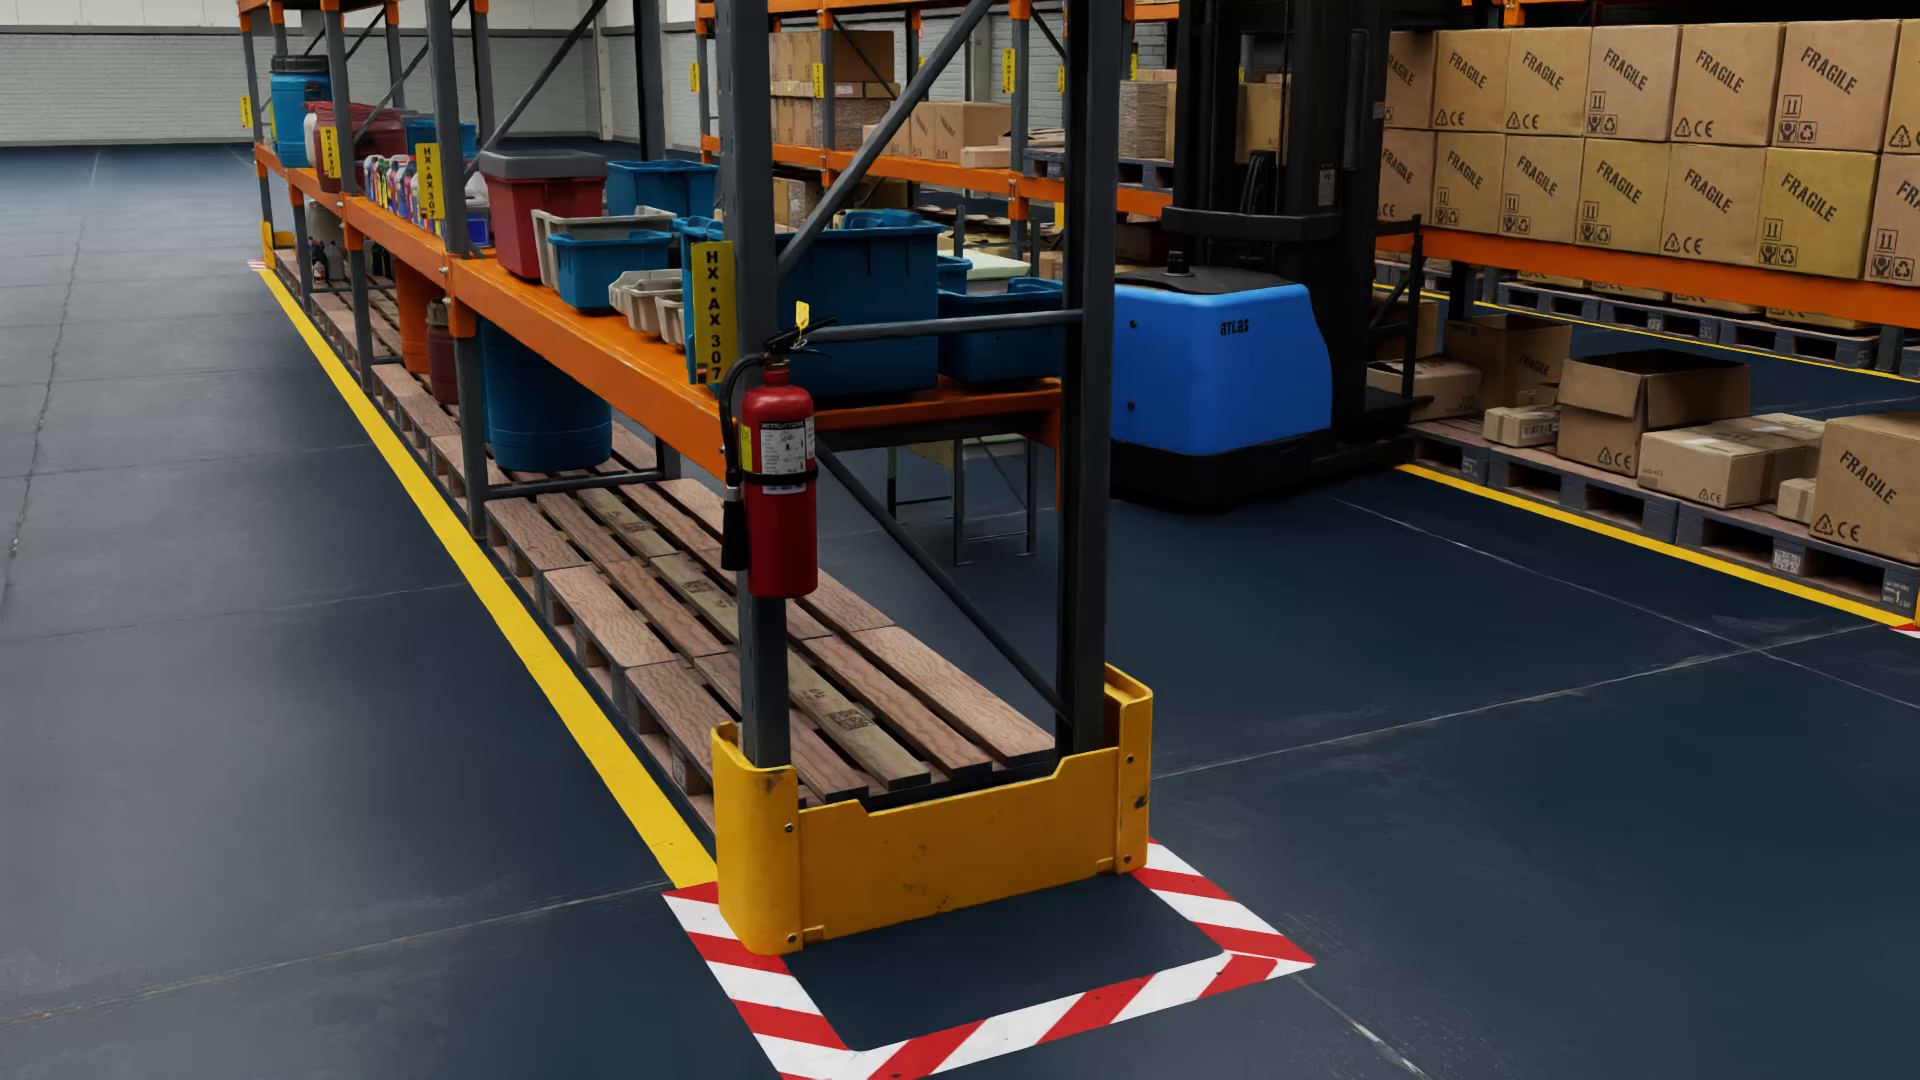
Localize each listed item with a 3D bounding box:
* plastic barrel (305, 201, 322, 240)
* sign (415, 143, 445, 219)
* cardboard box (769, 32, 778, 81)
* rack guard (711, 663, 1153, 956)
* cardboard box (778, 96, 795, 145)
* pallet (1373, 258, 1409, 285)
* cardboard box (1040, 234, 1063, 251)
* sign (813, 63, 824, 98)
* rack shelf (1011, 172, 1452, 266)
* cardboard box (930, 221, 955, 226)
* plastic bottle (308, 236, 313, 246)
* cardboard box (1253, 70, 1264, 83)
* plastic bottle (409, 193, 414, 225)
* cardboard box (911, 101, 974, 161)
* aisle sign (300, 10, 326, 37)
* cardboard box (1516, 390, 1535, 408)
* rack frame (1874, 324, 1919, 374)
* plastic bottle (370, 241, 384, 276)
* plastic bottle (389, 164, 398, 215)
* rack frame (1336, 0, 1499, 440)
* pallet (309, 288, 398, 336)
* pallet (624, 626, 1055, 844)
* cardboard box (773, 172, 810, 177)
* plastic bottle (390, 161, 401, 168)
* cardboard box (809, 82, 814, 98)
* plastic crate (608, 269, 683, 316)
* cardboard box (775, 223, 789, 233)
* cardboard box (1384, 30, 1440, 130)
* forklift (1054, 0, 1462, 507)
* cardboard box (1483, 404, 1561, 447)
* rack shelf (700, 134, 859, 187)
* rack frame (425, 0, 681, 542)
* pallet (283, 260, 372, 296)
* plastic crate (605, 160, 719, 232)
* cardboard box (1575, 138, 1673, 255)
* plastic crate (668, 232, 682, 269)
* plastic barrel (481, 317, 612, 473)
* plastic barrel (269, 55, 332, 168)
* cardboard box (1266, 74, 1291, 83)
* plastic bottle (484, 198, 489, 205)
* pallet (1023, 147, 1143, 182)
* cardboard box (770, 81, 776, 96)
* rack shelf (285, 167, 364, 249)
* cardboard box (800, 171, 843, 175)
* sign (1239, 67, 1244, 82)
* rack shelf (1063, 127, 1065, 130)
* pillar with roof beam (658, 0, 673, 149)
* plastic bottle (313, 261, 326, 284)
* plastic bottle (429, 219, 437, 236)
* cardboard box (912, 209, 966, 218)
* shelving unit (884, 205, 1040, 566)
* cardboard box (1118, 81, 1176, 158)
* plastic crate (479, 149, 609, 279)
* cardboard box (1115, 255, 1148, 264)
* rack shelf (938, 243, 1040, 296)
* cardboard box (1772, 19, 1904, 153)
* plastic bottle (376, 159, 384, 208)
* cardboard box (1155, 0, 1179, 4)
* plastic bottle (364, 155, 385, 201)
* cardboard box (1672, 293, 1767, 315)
[{"bbox_3d":[-6.731,-3.336,17.687,0.421,0.512,0.421,0,16,0],"label":"plastic barrel"},{"bbox_3d":[-2.327,-1.576,7.301,0.100,0.325,0.005,-8,18,-25],"label":"sign"},{"bbox_3d":[-1.741,-5.244,18.053,0.700,0.500,0.500,-8,18,-25],"label":"cardboard box"},{"bbox_3d":[-0.057,0.689,4.443,1.175,0.500,0.348,-8,18,-25],"label":"rack guard"},{"bbox_3d":[-1.535,-4.502,17.820,0.700,0.500,0.500,-7,18,-24],"label":"cardboard box"},{"bbox_3d":[4.451,-2.853,17.311,1.003,0.211,1.213,-8,18,-25],"label":"pallet"},{"bbox_3d":[0.905,-2.413,13.928,0.500,0.311,0.500,-7,17,-23],"label":"cardboard box"},{"bbox_3d":[-1.380,-4.477,16.199,0.100,0.325,0.005,-8,18,-25],"label":"sign"},{"bbox_3d":[1.747,-2.256,11.479,1.077,0.370,4.000,-8,18,-25],"label":"rack shelf"},{"bbox_3d":[-0.250,-2.726,15.019,0.500,0.311,0.500,-7,17,-23],"label":"cardboard box"},{"bbox_3d":[-6.103,-2.683,15.667,0.144,0.351,0.185,-8,18,-25],"label":"plastic bottle"},{"bbox_3d":[3.085,-5.067,18.846,0.500,0.500,0.500,-8,18,-25],"label":"cardboard box"},{"bbox_3d":[-2.911,-1.804,8.958,0.097,0.201,0.097,0,16,0],"label":"plastic bottle"},{"bbox_3d":[-0.110,-3.691,14.992,0.500,0.500,0.500,-8,18,-25],"label":"cardboard box"},{"bbox_3d":[-6.853,-5.787,17.767,0.394,0.787,0.004,-8,18,-25],"label":"aisle sign"},{"bbox_3d":[3.346,-0.755,9.313,0.380,0.149,0.250,-8,18,-25],"label":"cardboard box"},{"bbox_3d":[7.074,-2.706,11.741,1.000,3.000,0.127,-8,18,-25],"label":"rack frame"},{"bbox_3d":[-5.446,-2.663,15.598,0.144,0.351,0.185,-8,18,-25],"label":"plastic bottle"},{"bbox_3d":[-3.219,-2.006,9.514,0.061,0.283,0.133,-8,18,-25],"label":"plastic bottle"},{"bbox_3d":[2.623,-2.106,9.652,1.000,3.000,0.127,-8,18,-25],"label":"rack frame"},{"bbox_3d":[-4.957,-1.962,14.204,1.003,0.211,1.213,-8,18,-25],"label":"pallet"},{"bbox_3d":[-0.405,0.614,5.227,1.003,0.211,1.213,-8,18,-25],"label":"pallet"},{"bbox_3d":[-1.944,-3.790,18.384,0.500,0.500,0.500,-8,18,-25],"label":"cardboard box"},{"bbox_3d":[-3.401,-2.153,10.047,0.097,0.271,0.097,0,16,0],"label":"plastic bottle"},{"bbox_3d":[-1.300,-4.553,16.820,0.380,0.149,0.250,-8,18,-26],"label":"cardboard box"},{"bbox_3d":[-1.003,-0.810,5.505,0.298,0.136,0.250,-8,18,-25],"label":"plastic crate"},{"bbox_3d":[-1.724,-3.306,18.056,0.500,0.250,0.500,-8,18,-25],"label":"cardboard box"},{"bbox_3d":[2.577,-2.484,8.975,0.500,0.500,0.500,-7,17,-23],"label":"cardboard box"},{"bbox_3d":[1.929,-1.890,9.025,3.031,2.935,1.130,-14,21,-40],"label":"forklift"},{"bbox_3d":[3.000,-0.612,8.785,0.380,0.166,0.250,-8,18,-25],"label":"cardboard box"},{"bbox_3d":[-1.758,-4.240,18.392,1.077,0.370,4.000,-8,18,-25],"label":"rack shelf"},{"bbox_3d":[-1.831,-1.509,7.569,1.000,3.000,0.127,-8,18,-25],"label":"rack frame"},{"bbox_3d":[-6.131,-2.626,16.520,1.003,0.211,1.213,-8,18,-25],"label":"pallet"},{"bbox_3d":[-1.320,-1.455,7.304,0.392,0.384,0.575,-8,18,-25],"label":"plastic crate"},{"bbox_3d":[3.270,-1.618,7.770,0.500,0.500,0.500,-8,18,-26],"label":"cardboard box"},{"bbox_3d":[-1.099,-1.160,6.745,0.437,0.125,0.590,-8,18,-25],"label":"plastic crate"},{"bbox_3d":[-2.054,-0.839,8.278,0.600,0.901,0.708,-8,18,-25],"label":"plastic barrel"},{"bbox_3d":[-5.439,-3.601,13.951,0.600,0.901,0.708,-8,18,-25],"label":"plastic barrel"},{"bbox_3d":[3.762,-4.819,18.125,0.700,0.500,0.500,-8,18,-25],"label":"cardboard box"},{"bbox_3d":[-2.351,-1.582,8.186,0.097,0.201,0.097,0,16,0],"label":"plastic bottle"},{"bbox_3d":[1.231,-2.846,12.579,1.213,0.211,1.003,-8,18,-25],"label":"pallet"},{"bbox_3d":[-1.867,-4.872,17.932,0.380,0.149,0.250,-7,17,-23],"label":"cardboard box"},{"bbox_3d":[-4.460,-2.650,12.853,1.077,0.370,4.000,-8,18,-25],"label":"rack shelf"},{"bbox_3d":[-1.462,-3.855,18.610,0.500,0.500,0.500,-8,18,-25],"label":"cardboard box"},{"bbox_3d":[3.085,-5.038,18.299,0.100,0.325,0.005,-8,18,-25],"label":"sign"},{"bbox_3d":[2.694,-4.839,20.481,1.077,0.370,4.000,-8,18,-25],"label":"rack shelf"},{"bbox_3d":[-11.482,-13.927,39.966,9.100,9.000,0.400,-8,18,-25],"label":"pillar with roof beam"},{"bbox_3d":[-5.775,-2.411,14.989,0.097,0.201,0.097,0,16,0],"label":"plastic bottle"},{"bbox_3d":[-2.609,-1.719,8.392,0.144,0.351,0.185,-8,18,-25],"label":"plastic bottle"},{"bbox_3d":[-0.213,-3.046,16.132,0.500,0.311,0.500,-7,17,-23],"label":"cardboard box"},{"bbox_3d":[-0.003,-0.723,7.550,0.431,1.500,0.755,-8,18,-25],"label":"shelving unit"},{"bbox_3d":[1.477,-2.956,11.669,0.700,0.500,0.500,-4,17,-14],"label":"cardboard box"},{"bbox_3d":[-1.666,-1.316,6.675,0.402,0.464,0.583,-8,18,-25],"label":"plastic crate"},{"bbox_3d":[1.491,-1.904,12.683,0.500,0.500,0.500,-7,17,-23],"label":"cardboard box"},{"bbox_3d":[-0.003,-1.098,7.442,0.431,0.370,0.720,-8,18,-25],"label":"rack shelf"},{"bbox_3d":[3.711,-1.845,6.749,0.500,0.500,0.500,-7,17,-23],"label":"cardboard box"},{"bbox_3d":[-3.464,-2.144,9.997,0.061,0.283,0.133,-8,18,-25],"label":"plastic bottle"},{"bbox_3d":[2.639,-6.544,19.461,0.500,0.500,0.500,-8,18,-27],"label":"cardboard box"},{"bbox_3d":[-3.685,-2.294,10.533,0.152,0.276,0.135,-8,18,-25],"label":"plastic bottle"},{"bbox_3d":[6.281,-2.240,13.253,0.750,0.750,0.750,-7,17,-23],"label":"cardboard box"}]
